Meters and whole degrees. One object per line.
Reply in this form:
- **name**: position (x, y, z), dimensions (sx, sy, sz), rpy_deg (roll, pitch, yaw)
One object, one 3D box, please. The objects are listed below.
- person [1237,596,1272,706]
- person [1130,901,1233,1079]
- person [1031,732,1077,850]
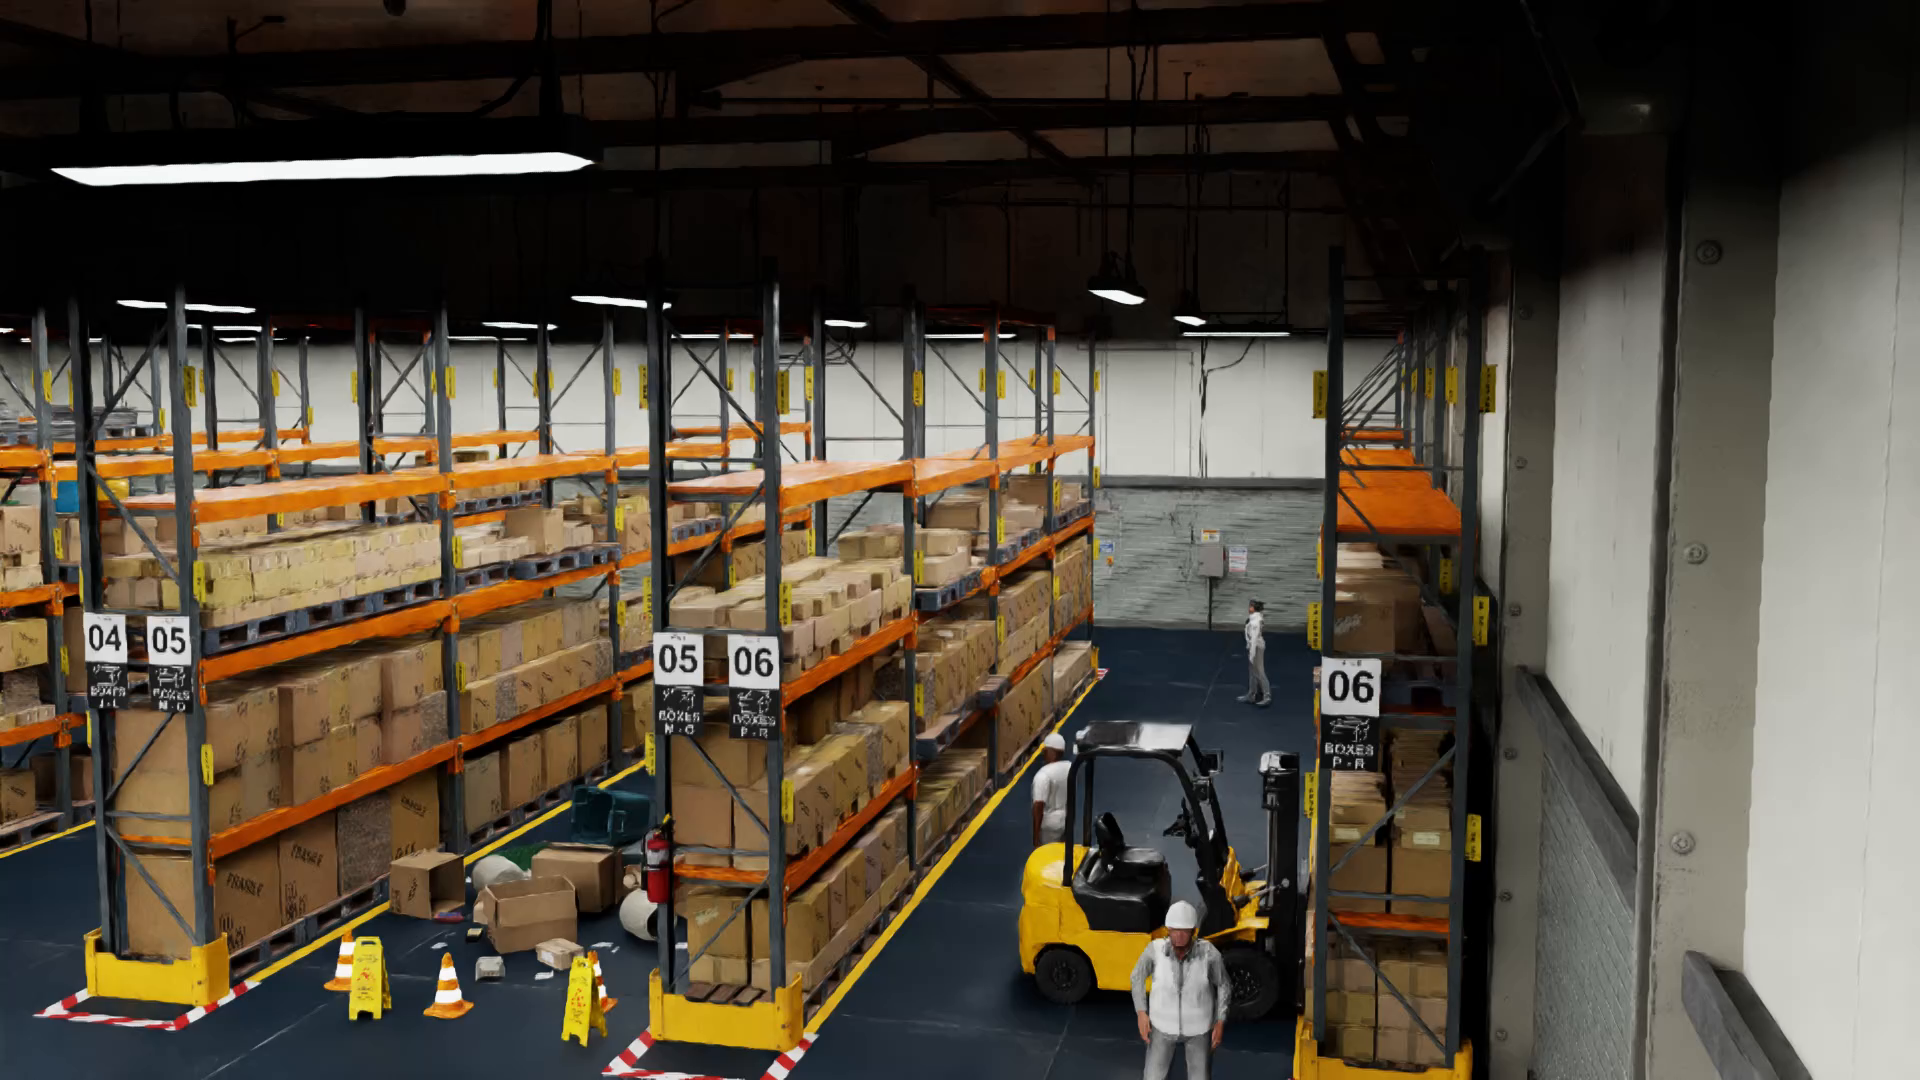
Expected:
- **person**: position (4.602, 1.710, 25.921), dimensions (0.559, 1.665, 0.653), rpy_deg (2, 6, 16)
- **person**: position (1.462, 3.203, 11.025), dimensions (0.677, 1.726, 0.574), rpy_deg (1, 6, 11)
- **person**: position (0.832, 2.686, 15.751), dimensions (0.538, 1.760, 0.676), rpy_deg (5, 7, 38)
